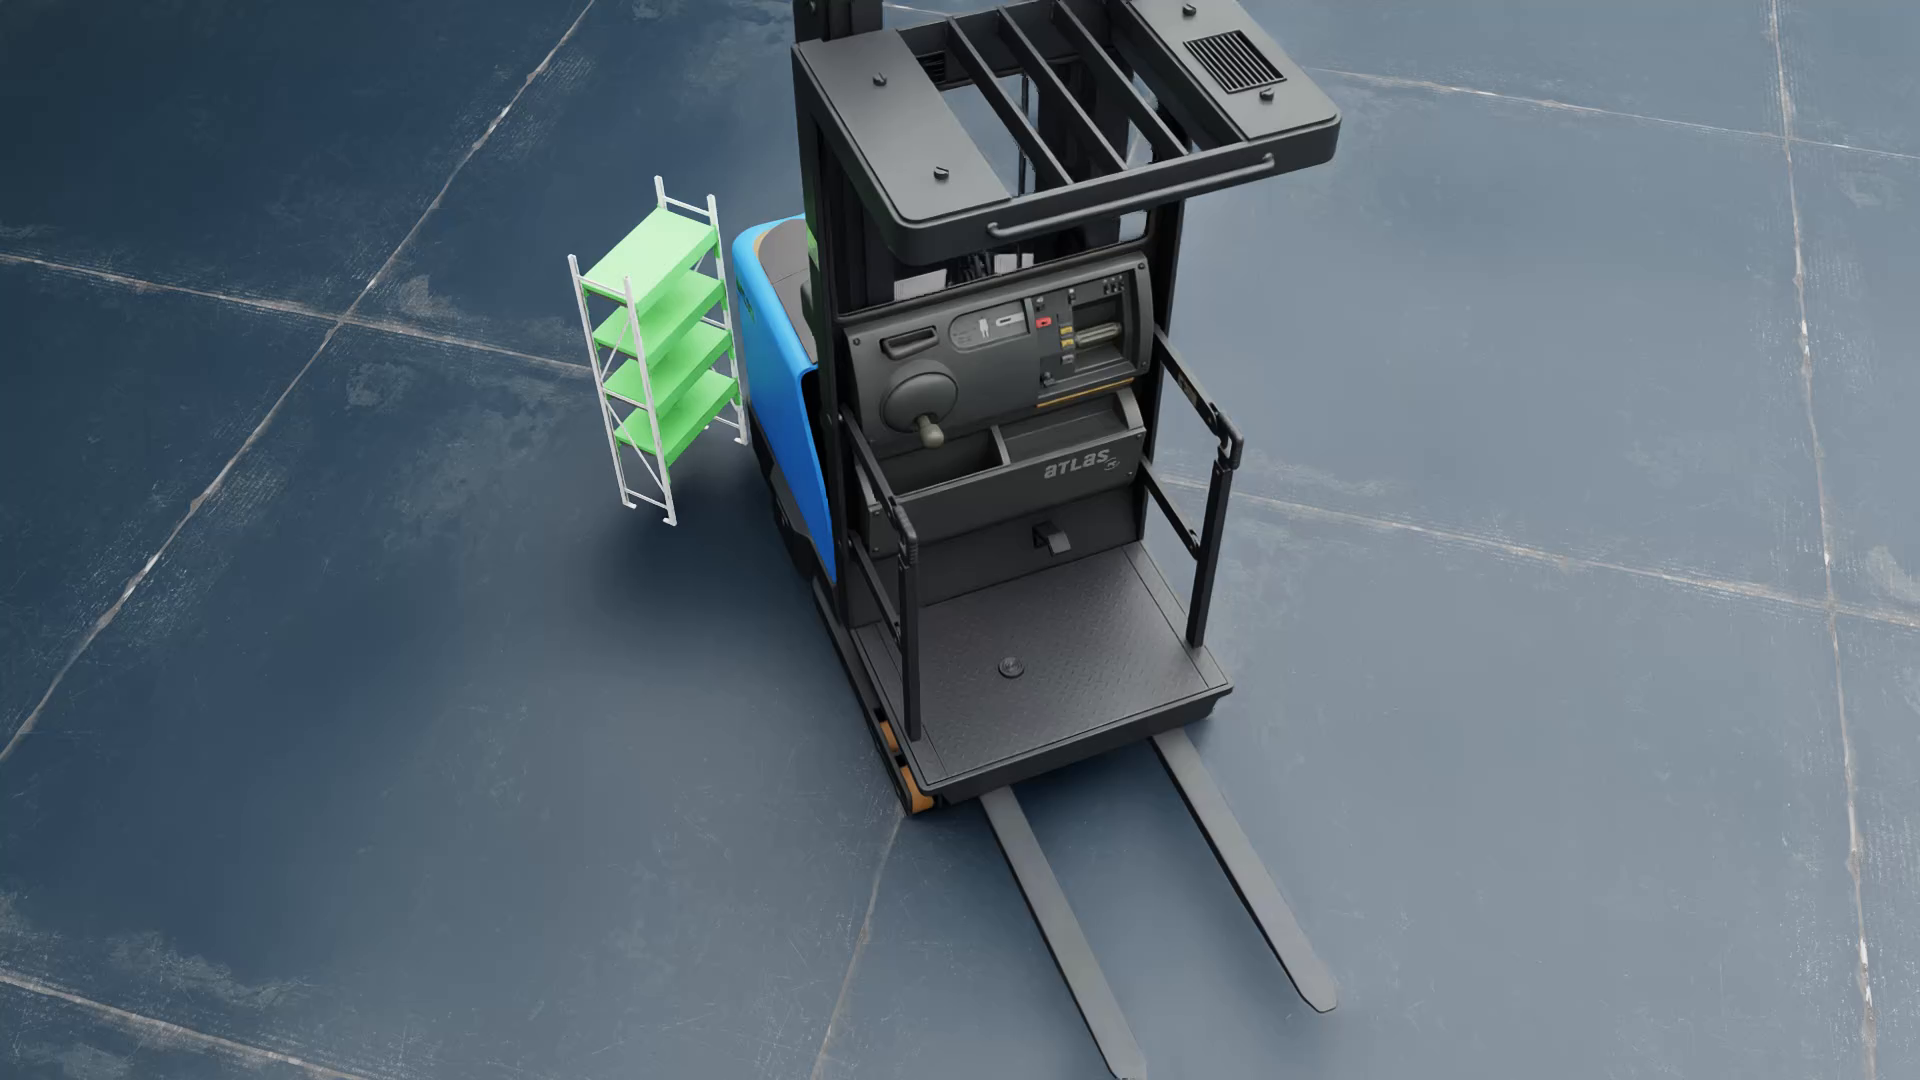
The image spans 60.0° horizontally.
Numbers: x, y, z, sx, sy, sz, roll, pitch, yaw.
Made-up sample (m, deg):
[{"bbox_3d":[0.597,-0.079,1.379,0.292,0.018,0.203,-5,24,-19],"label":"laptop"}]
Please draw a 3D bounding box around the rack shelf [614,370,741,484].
[{"bbox_3d":[-1.066,-0.456,6.258,0.258,0.148,0.480,22,52,18],"label":"rack shelf"}]

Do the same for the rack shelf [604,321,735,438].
[{"bbox_3d":[-1.066,-0.615,6.078,0.258,0.148,0.480,22,52,18],"label":"rack shelf"}]

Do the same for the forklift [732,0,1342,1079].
[{"bbox_3d":[0.211,-0.443,4.686,1.130,2.935,3.031,-17,51,-14],"label":"forklift"}]

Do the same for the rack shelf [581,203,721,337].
[{"bbox_3d":[-1.066,-0.933,5.718,0.258,0.148,0.480,22,52,18],"label":"rack shelf"}]

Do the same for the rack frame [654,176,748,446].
[{"bbox_3d":[-0.949,-0.818,6.172,0.240,1.200,0.015,22,52,18],"label":"rack frame"}]

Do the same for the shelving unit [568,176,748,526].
[{"bbox_3d":[-1.066,-0.657,6.030,0.258,1.200,0.503,22,52,18],"label":"shelving unit"}]

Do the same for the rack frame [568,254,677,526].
[{"bbox_3d":[-1.182,-0.497,5.888,0.240,1.200,0.015,22,52,18],"label":"rack frame"}]

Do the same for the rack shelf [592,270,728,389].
[{"bbox_3d":[-1.066,-0.774,5.898,0.258,0.148,0.480,22,52,18],"label":"rack shelf"}]
